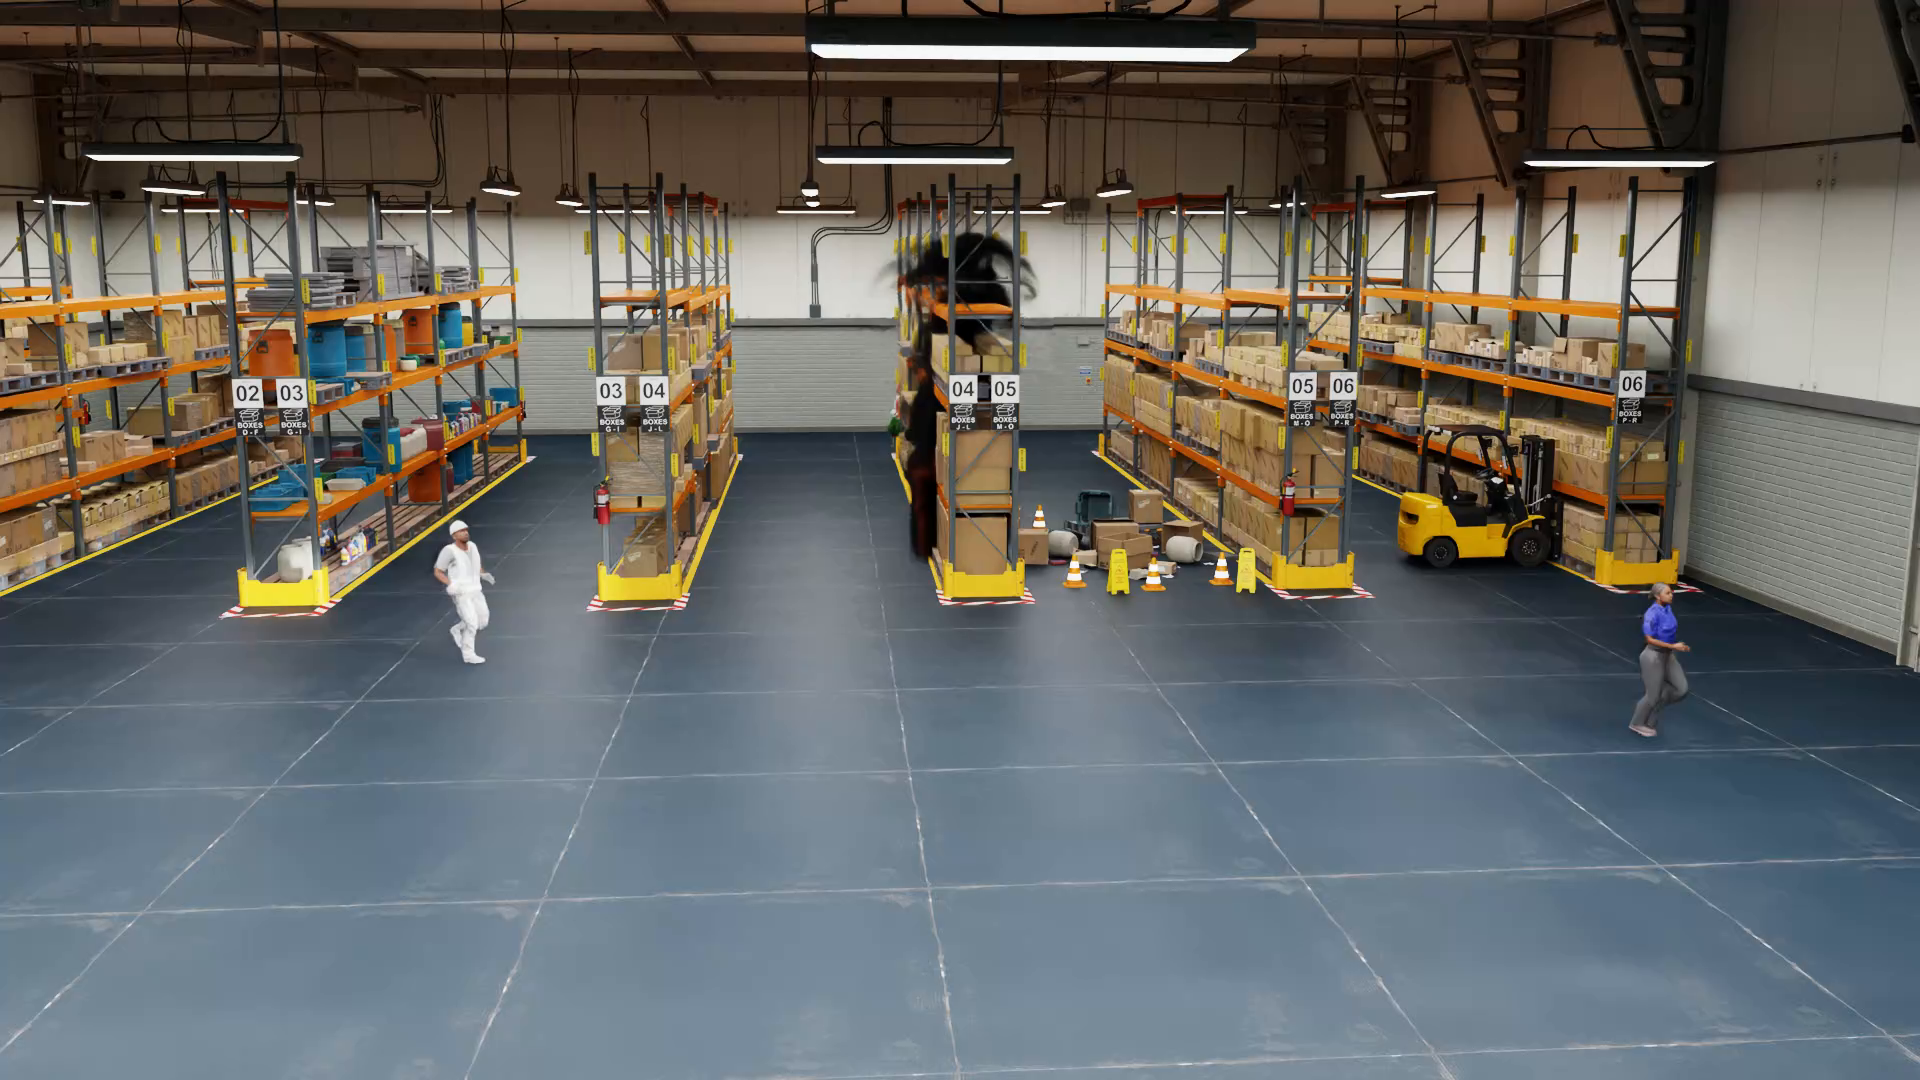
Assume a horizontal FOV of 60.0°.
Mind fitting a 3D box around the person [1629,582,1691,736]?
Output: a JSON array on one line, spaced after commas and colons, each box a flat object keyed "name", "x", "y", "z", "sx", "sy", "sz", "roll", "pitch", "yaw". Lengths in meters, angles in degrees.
[{"name": "person", "x": 7.215, "y": 1.230, "z": 17.054, "sx": 0.558, "sy": 1.619, "sz": 0.587, "roll": -8, "pitch": 13, "yaw": -39}]

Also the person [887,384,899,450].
[{"name": "person", "x": -1.503, "y": -3.038, "z": 41.007, "sx": 0.524, "sy": 1.728, "sz": 0.833, "roll": -2, "pitch": 10, "yaw": -13}]

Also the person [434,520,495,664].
[{"name": "person", "x": -6.053, "y": 0.622, "z": 20.209, "sx": 0.643, "sy": 1.735, "sz": 0.720, "roll": 5, "pitch": 11, "yaw": 27}]
